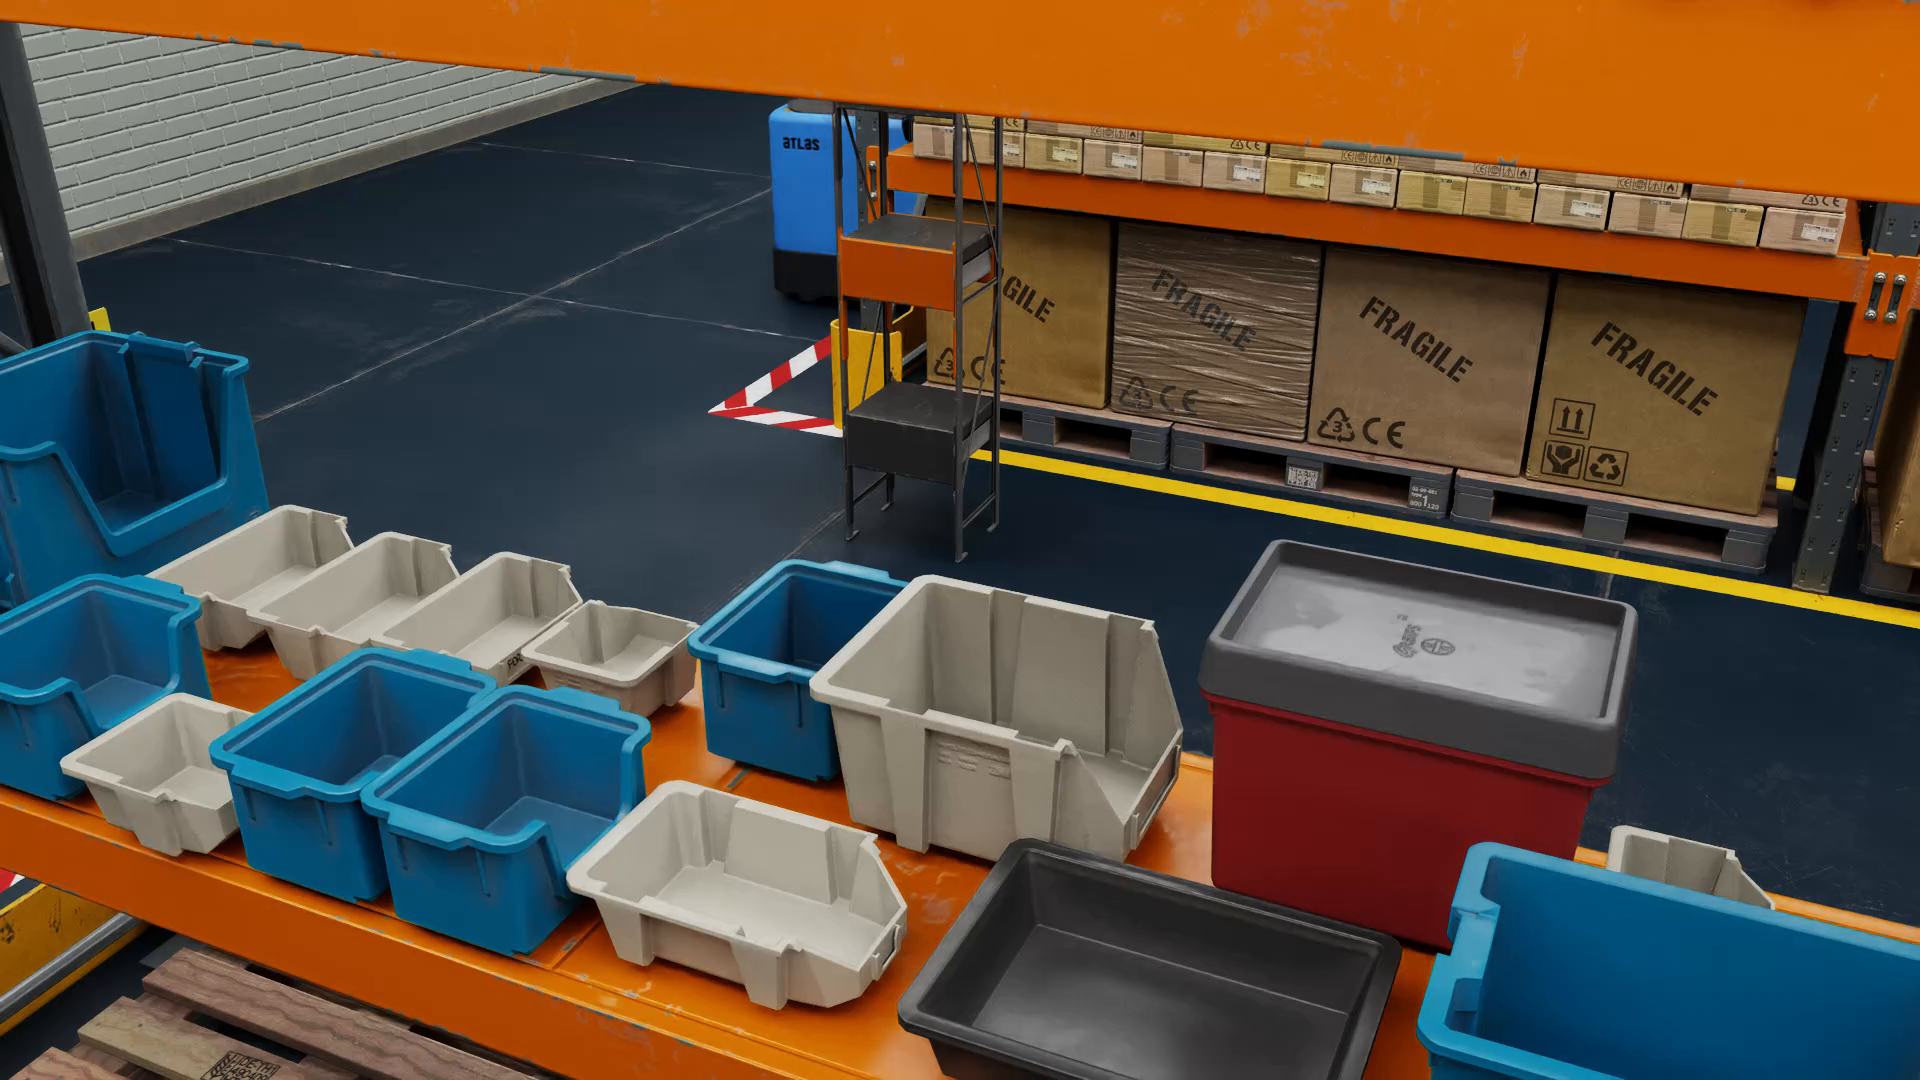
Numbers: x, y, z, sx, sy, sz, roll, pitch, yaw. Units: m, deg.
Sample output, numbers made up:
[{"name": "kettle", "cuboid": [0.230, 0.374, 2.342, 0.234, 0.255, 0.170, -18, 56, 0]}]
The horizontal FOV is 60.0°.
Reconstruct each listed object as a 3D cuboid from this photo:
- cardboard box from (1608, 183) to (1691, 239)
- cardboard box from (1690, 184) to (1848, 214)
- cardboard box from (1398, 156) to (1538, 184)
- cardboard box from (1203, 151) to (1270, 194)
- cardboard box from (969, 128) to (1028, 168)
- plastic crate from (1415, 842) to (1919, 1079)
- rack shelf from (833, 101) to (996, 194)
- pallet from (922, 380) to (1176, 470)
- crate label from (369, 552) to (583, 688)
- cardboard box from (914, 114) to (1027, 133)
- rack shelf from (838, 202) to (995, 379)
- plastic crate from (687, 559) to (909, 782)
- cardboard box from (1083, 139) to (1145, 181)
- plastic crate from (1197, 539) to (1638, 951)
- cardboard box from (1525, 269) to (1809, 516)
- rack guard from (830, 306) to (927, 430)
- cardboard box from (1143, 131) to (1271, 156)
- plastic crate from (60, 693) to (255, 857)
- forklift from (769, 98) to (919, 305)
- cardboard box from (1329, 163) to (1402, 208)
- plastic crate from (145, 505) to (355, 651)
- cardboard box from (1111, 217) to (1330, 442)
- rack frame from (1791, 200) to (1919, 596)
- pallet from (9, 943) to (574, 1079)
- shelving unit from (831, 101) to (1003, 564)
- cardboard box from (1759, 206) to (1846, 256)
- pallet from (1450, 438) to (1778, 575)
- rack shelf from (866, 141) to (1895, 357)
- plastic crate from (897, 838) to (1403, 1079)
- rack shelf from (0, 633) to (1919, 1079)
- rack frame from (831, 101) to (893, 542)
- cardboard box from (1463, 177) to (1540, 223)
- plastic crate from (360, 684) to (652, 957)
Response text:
[{"name": "cardboard box", "cuboid": [2.564, -1.250, 6.177, 0.250, 0.149, 0.380, 11, 28, 21]}, {"name": "cardboard box", "cuboid": [2.935, -1.386, 6.002, 0.500, 0.250, 0.500, 11, 28, 21]}, {"name": "cardboard box", "cuboid": [1.998, -1.573, 6.381, 0.500, 0.250, 0.500, 12, 29, 23]}, {"name": "cardboard box", "cuboid": [1.162, -1.531, 6.749, 0.250, 0.149, 0.380, 11, 28, 21]}, {"name": "cardboard box", "cuboid": [0.225, -1.719, 7.130, 0.250, 0.149, 0.380, 11, 28, 21]}, {"name": "plastic crate", "cuboid": [0.829, 0.679, 1.925, 0.575, 0.384, 0.392, 11, 28, 22]}, {"name": "rack shelf", "cuboid": [-0.151, -1.588, 6.045, 0.480, 0.518, 0.431, 11, 28, 22]}, {"name": "pallet", "cuboid": [0.564, -0.710, 7.953, 1.213, 0.211, 1.003, 11, 28, 22]}, {"name": "crate label", "cuboid": [-0.908, 0.183, 3.212, 0.243, 0.136, 0.396, 11, 28, 22]}, {"name": "cardboard box", "cuboid": [0.129, -1.946, 7.139, 0.500, 0.250, 0.500, 11, 28, 20]}, {"name": "rack shelf", "cuboid": [-0.151, -0.960, 6.354, 0.480, 0.518, 0.431, 11, 28, 22]}, {"name": "plastic crate", "cuboid": [-0.271, 0.236, 2.995, 0.300, 0.233, 0.416, 11, 28, 22]}, {"name": "cardboard box", "cuboid": [0.696, -1.625, 6.939, 0.250, 0.149, 0.380, 11, 28, 21]}, {"name": "plastic crate", "cuboid": [0.686, 0.327, 2.549, 0.583, 0.464, 0.402, 11, 28, 22]}, {"name": "cardboard box", "cuboid": [2.877, -0.732, 6.772, 0.875, 0.875, 0.875, 11, 28, 22]}, {"name": "rack guard", "cuboid": [-0.218, -0.959, 8.131, 0.348, 0.500, 1.175, 11, 28, 22]}, {"name": "cardboard box", "cuboid": [1.061, -1.760, 6.762, 0.500, 0.250, 0.500, 10, 28, 20]}, {"name": "plastic crate", "cuboid": [-1.283, 0.401, 2.771, 0.298, 0.136, 0.250, 11, 28, 22]}, {"name": "forklift", "cuboid": [0.512, -2.701, 8.917, 3.031, 2.935, 1.130, 8, 27, 15]}, {"name": "cardboard box", "cuboid": [1.631, -1.437, 6.558, 0.250, 0.149, 0.380, 12, 29, 23]}, {"name": "plastic crate", "cuboid": [-1.429, 0.084, 3.415, 0.243, 0.136, 0.396, 11, 28, 22]}, {"name": "cardboard box", "cuboid": [1.248, -1.060, 7.436, 0.875, 0.875, 0.875, 11, 28, 22]}, {"name": "rack frame", "cuboid": [3.445, -1.344, 6.085, 0.127, 3.000, 1.000, 11, 28, 22]}, {"name": "pallet", "cuboid": [-1.512, 1.333, 3.803, 1.213, 0.211, 1.003, 11, 28, 22]}, {"name": "shelving unit", "cuboid": [-0.151, -0.972, 6.348, 0.503, 2.100, 0.431, 11, 28, 22]}, {"name": "cardboard box", "cuboid": [3.032, -1.156, 5.986, 0.250, 0.149, 0.380, 12, 28, 22]}, {"name": "pallet", "cuboid": [2.785, -0.264, 7.047, 1.213, 0.211, 1.003, 11, 28, 22]}, {"name": "rack shelf", "cuboid": [1.625, -1.387, 6.986, 4.000, 0.370, 1.077, 11, 28, 22]}, {"name": "plastic crate", "cuboid": [0.265, 0.647, 2.283, 0.590, 0.125, 0.437, 11, 28, 22]}, {"name": "rack shelf", "cuboid": [-0.426, 0.604, 2.941, 4.000, 0.370, 1.077, 11, 28, 22]}, {"name": "rack frame", "cuboid": [-0.373, -1.017, 6.438, 0.015, 2.100, 0.400, 11, 28, 22]}, {"name": "cardboard box", "cuboid": [2.095, -1.344, 6.368, 0.250, 0.149, 0.380, 12, 29, 23]}, {"name": "plastic crate", "cuboid": [-0.686, 0.437, 2.588, 0.300, 0.233, 0.416, 11, 28, 22]}]
